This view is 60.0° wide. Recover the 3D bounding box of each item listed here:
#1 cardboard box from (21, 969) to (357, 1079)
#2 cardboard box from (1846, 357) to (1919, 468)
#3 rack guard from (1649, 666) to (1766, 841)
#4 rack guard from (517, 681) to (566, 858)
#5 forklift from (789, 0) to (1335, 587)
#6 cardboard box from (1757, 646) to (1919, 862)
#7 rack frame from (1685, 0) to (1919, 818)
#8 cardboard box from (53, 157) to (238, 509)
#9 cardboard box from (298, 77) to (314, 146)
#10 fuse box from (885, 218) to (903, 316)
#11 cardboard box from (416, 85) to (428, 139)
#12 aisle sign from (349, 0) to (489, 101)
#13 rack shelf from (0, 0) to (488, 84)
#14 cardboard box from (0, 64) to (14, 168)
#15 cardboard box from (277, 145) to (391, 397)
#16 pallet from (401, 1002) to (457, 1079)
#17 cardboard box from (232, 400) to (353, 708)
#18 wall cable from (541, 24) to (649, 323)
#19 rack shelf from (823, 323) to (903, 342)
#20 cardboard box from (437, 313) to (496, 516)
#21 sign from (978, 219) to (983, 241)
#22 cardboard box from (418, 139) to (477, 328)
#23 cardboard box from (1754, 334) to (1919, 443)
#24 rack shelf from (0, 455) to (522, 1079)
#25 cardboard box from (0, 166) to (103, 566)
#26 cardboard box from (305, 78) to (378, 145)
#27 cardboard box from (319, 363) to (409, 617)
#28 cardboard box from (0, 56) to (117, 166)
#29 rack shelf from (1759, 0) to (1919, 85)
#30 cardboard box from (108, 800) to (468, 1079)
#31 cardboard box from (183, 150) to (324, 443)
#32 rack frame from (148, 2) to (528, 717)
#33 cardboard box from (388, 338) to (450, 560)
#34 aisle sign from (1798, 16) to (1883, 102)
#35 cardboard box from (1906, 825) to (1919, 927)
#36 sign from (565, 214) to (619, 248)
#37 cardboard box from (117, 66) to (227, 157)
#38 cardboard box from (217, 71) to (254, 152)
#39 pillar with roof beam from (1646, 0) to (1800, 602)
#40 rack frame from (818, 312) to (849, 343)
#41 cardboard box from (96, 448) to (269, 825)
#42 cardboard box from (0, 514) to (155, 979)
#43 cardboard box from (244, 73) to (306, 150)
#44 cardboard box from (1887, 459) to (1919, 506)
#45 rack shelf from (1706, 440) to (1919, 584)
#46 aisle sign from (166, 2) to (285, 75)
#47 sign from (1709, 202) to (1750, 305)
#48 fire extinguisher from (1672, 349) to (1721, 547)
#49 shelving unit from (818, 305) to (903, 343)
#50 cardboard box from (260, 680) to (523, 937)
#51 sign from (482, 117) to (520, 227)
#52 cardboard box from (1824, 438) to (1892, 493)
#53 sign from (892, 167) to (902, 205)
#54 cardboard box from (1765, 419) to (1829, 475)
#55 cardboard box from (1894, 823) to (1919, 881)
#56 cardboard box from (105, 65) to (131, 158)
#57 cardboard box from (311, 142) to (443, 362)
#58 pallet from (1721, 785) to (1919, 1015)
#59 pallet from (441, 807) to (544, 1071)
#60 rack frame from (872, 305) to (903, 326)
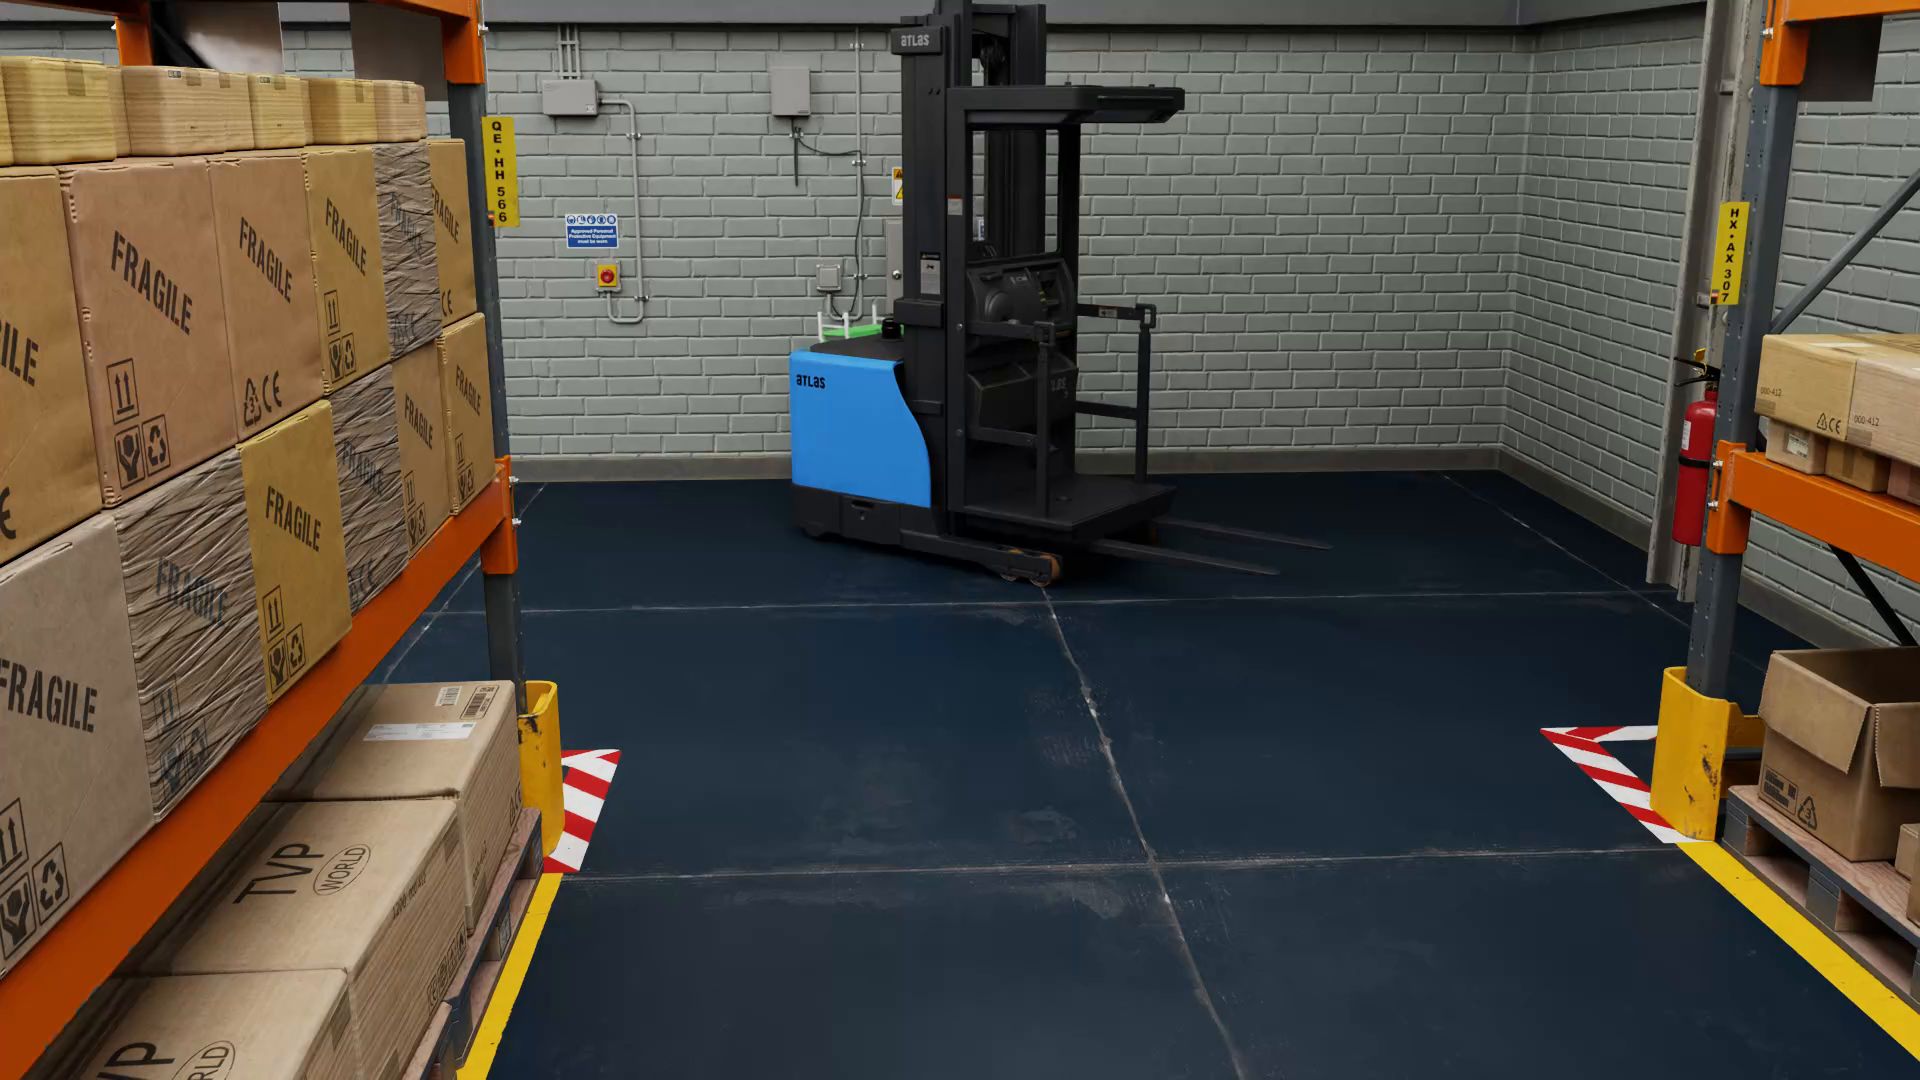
[{"bbox_3d":[-1.675,1.219,3.066,0.875,0.438,0.875,-1,14,-5],"label":"cardboard box"},{"bbox_3d":[2.810,-0.339,4.528,0.500,0.250,0.500,-1,14,-3],"label":"cardboard box"},{"bbox_3d":[3.024,0.719,5.727,1.175,0.500,0.348,-1,14,-3],"label":"rack guard"},{"bbox_3d":[-1.936,0.772,5.522,1.175,0.500,0.348,-1,14,-3],"label":"rack guard"},{"bbox_3d":[0.504,-1.326,8.800,3.031,2.935,1.130,10,18,35],"label":"forklift"},{"bbox_3d":[2.963,0.649,5.151,0.797,0.503,0.637,-1,15,-6],"label":"cardboard box"},{"bbox_3d":[3.019,-0.510,5.489,1.000,3.000,0.127,-1,14,-3],"label":"rack frame"},{"bbox_3d":[-1.520,-0.346,2.643,0.500,0.500,0.500,-1,14,-2],"label":"cardboard box"},{"bbox_3d":[-1.653,-0.938,3.643,0.380,0.149,0.250,-1,14,-4],"label":"cardboard box"},{"bbox_3d":[-0.202,-1.207,10.782,0.539,1.711,0.414,-1,14,-3],"label":"fuse box"},{"bbox_3d":[-1.712,-1.193,4.635,0.380,0.149,0.250,-1,14,-3],"label":"cardboard box"},{"bbox_3d":[-1.630,-1.714,4.952,0.394,0.787,0.004,-1,14,-3],"label":"aisle sign"},{"bbox_3d":[-1.811,-1.039,2.970,1.077,0.370,4.000,-1,14,-3],"label":"rack shelf"},{"bbox_3d":[-1.491,-0.556,2.159,0.380,0.149,0.250,-1,14,-4],"label":"cardboard box"},{"bbox_3d":[-1.578,-0.596,3.617,0.500,0.500,0.500,-1,14,-4],"label":"cardboard box"},{"bbox_3d":[-1.734,1.418,3.590,1.003,0.211,1.213,-1,14,-3],"label":"pallet"},{"bbox_3d":[-1.538,0.016,3.243,0.500,0.500,0.500,0,14,-2],"label":"cardboard box"},{"bbox_3d":[-2.307,-2.342,10.506,0.585,1.953,0.123,-1,14,-3],"label":"wall cable"},{"bbox_3d":[-0.603,-1.238,10.239,0.258,0.148,0.480,8,16,39],"label":"rack shelf"},{"bbox_3d":[-1.640,-0.365,4.724,0.500,0.500,0.500,-1,14,-3],"label":"cardboard box"},{"bbox_3d":[0.279,-1.844,10.863,0.329,0.494,0.001,-1,14,-3],"label":"sign"},{"bbox_3d":[-1.667,-0.849,4.599,0.500,0.500,0.500,0,14,-2],"label":"cardboard box"},{"bbox_3d":[2.779,-0.464,5.016,0.500,0.250,0.500,-1,14,-3],"label":"cardboard box"},{"bbox_3d":[-1.811,0.413,3.344,1.077,0.370,4.000,-1,14,-3],"label":"rack shelf"},{"bbox_3d":[-1.500,-0.218,2.147,0.500,0.500,0.500,-1,14,-4],"label":"cardboard box"},{"bbox_3d":[-1.598,-1.004,3.900,0.380,0.149,0.250,-1,14,-2],"label":"cardboard box"},{"bbox_3d":[-1.583,-0.112,3.742,0.500,0.500,0.500,0,14,-2],"label":"cardboard box"},{"bbox_3d":[-1.479,-0.623,2.417,0.380,0.149,0.250,-1,14,-5],"label":"cardboard box"},{"bbox_3d":[3.143,-1.117,3.271,1.077,0.370,4.000,-1,14,-3],"label":"rack shelf"},{"bbox_3d":[-1.729,0.995,3.938,0.875,0.438,0.875,0,14,-2],"label":"cardboard box"},{"bbox_3d":[-1.549,-0.471,3.131,0.500,0.500,0.500,-1,14,-4],"label":"cardboard box"},{"bbox_3d":[-1.935,-0.432,5.187,1.000,3.000,0.127,-1,14,-3],"label":"rack frame"},{"bbox_3d":[-1.624,-0.240,4.238,0.500,0.500,0.500,-1,14,-5],"label":"cardboard box"},{"bbox_3d":[2.722,-1.781,5.213,0.394,0.787,0.004,-1,14,-3],"label":"aisle sign"},{"bbox_3d":[2.977,0.864,4.322,0.700,0.500,0.500,0,14,-1],"label":"cardboard box"},{"bbox_3d":[-2.359,-1.980,10.659,0.327,0.218,0.001,-1,14,-3],"label":"sign"},{"bbox_3d":[-1.523,-0.746,2.897,0.380,0.149,0.250,-1,14,-3],"label":"cardboard box"},{"bbox_3d":[-1.581,-0.811,3.150,0.380,0.149,0.250,0,14,-2],"label":"cardboard box"},{"bbox_3d":[-0.545,-4.033,7.143,9.100,9.000,0.400,-1,14,-3],"label":"pillar with roof beam"},{"bbox_3d":[-0.744,-0.786,10.149,0.240,1.200,0.015,8,16,39],"label":"rack frame"},{"bbox_3d":[-1.506,0.144,2.745,0.500,0.500,0.500,-1,14,-3],"label":"cardboard box"},{"bbox_3d":[-1.482,0.268,2.264,0.500,0.500,0.500,-1,14,-3],"label":"cardboard box"},{"bbox_3d":[-1.579,-0.877,3.404,0.380,0.149,0.250,-1,14,-2],"label":"cardboard box"},{"bbox_3d":[2.879,-0.175,4.691,0.380,0.149,0.250,-1,14,-4],"label":"cardboard box"},{"bbox_3d":[3.143,0.336,3.645,1.077,0.370,4.000,-1,14,-3],"label":"rack shelf"},{"bbox_3d":[-2.228,-1.705,4.916,0.394,0.787,0.004,-1,14,-3],"label":"aisle sign"},{"bbox_3d":[2.478,-0.921,5.348,0.100,0.325,0.005,-1,14,-3],"label":"sign"},{"bbox_3d":[2.549,-0.321,5.659,0.296,0.674,0.183,-1,14,-3],"label":"fire extinguisher"},{"bbox_3d":[-0.588,-0.833,10.331,0.258,1.200,0.503,8,16,39],"label":"shelving unit"},{"bbox_3d":[-1.794,0.768,4.822,0.875,0.438,0.875,-1,14,-5],"label":"cardboard box"},{"bbox_3d":[-1.392,-1.113,5.033,0.100,0.325,0.005,-1,14,-3],"label":"sign"},{"bbox_3d":[2.828,-0.240,4.943,0.380,0.149,0.250,-1,14,-2],"label":"cardboard box"},{"bbox_3d":[-0.270,-2.281,10.715,0.339,0.242,0.001,-1,14,-3],"label":"sign"},{"bbox_3d":[2.766,-0.302,5.186,0.380,0.149,0.250,-1,14,-4],"label":"cardboard box"},{"bbox_3d":[2.950,0.927,4.782,0.380,0.149,0.250,-1,15,-6],"label":"cardboard box"},{"bbox_3d":[-1.576,-0.684,2.655,0.380,0.149,0.250,-1,14,-4],"label":"cardboard box"},{"bbox_3d":[-1.605,-0.719,4.095,0.500,0.500,0.500,-1,14,-3],"label":"cardboard box"},{"bbox_3d":[3.074,1.058,4.992,1.003,0.211,1.213,-1,14,-3],"label":"pallet"},{"bbox_3d":[-1.807,1.116,4.767,1.003,0.211,1.213,-1,14,-3],"label":"pallet"},{"bbox_3d":[-0.433,-0.879,10.513,0.240,1.200,0.015,8,16,39],"label":"rack frame"}]
